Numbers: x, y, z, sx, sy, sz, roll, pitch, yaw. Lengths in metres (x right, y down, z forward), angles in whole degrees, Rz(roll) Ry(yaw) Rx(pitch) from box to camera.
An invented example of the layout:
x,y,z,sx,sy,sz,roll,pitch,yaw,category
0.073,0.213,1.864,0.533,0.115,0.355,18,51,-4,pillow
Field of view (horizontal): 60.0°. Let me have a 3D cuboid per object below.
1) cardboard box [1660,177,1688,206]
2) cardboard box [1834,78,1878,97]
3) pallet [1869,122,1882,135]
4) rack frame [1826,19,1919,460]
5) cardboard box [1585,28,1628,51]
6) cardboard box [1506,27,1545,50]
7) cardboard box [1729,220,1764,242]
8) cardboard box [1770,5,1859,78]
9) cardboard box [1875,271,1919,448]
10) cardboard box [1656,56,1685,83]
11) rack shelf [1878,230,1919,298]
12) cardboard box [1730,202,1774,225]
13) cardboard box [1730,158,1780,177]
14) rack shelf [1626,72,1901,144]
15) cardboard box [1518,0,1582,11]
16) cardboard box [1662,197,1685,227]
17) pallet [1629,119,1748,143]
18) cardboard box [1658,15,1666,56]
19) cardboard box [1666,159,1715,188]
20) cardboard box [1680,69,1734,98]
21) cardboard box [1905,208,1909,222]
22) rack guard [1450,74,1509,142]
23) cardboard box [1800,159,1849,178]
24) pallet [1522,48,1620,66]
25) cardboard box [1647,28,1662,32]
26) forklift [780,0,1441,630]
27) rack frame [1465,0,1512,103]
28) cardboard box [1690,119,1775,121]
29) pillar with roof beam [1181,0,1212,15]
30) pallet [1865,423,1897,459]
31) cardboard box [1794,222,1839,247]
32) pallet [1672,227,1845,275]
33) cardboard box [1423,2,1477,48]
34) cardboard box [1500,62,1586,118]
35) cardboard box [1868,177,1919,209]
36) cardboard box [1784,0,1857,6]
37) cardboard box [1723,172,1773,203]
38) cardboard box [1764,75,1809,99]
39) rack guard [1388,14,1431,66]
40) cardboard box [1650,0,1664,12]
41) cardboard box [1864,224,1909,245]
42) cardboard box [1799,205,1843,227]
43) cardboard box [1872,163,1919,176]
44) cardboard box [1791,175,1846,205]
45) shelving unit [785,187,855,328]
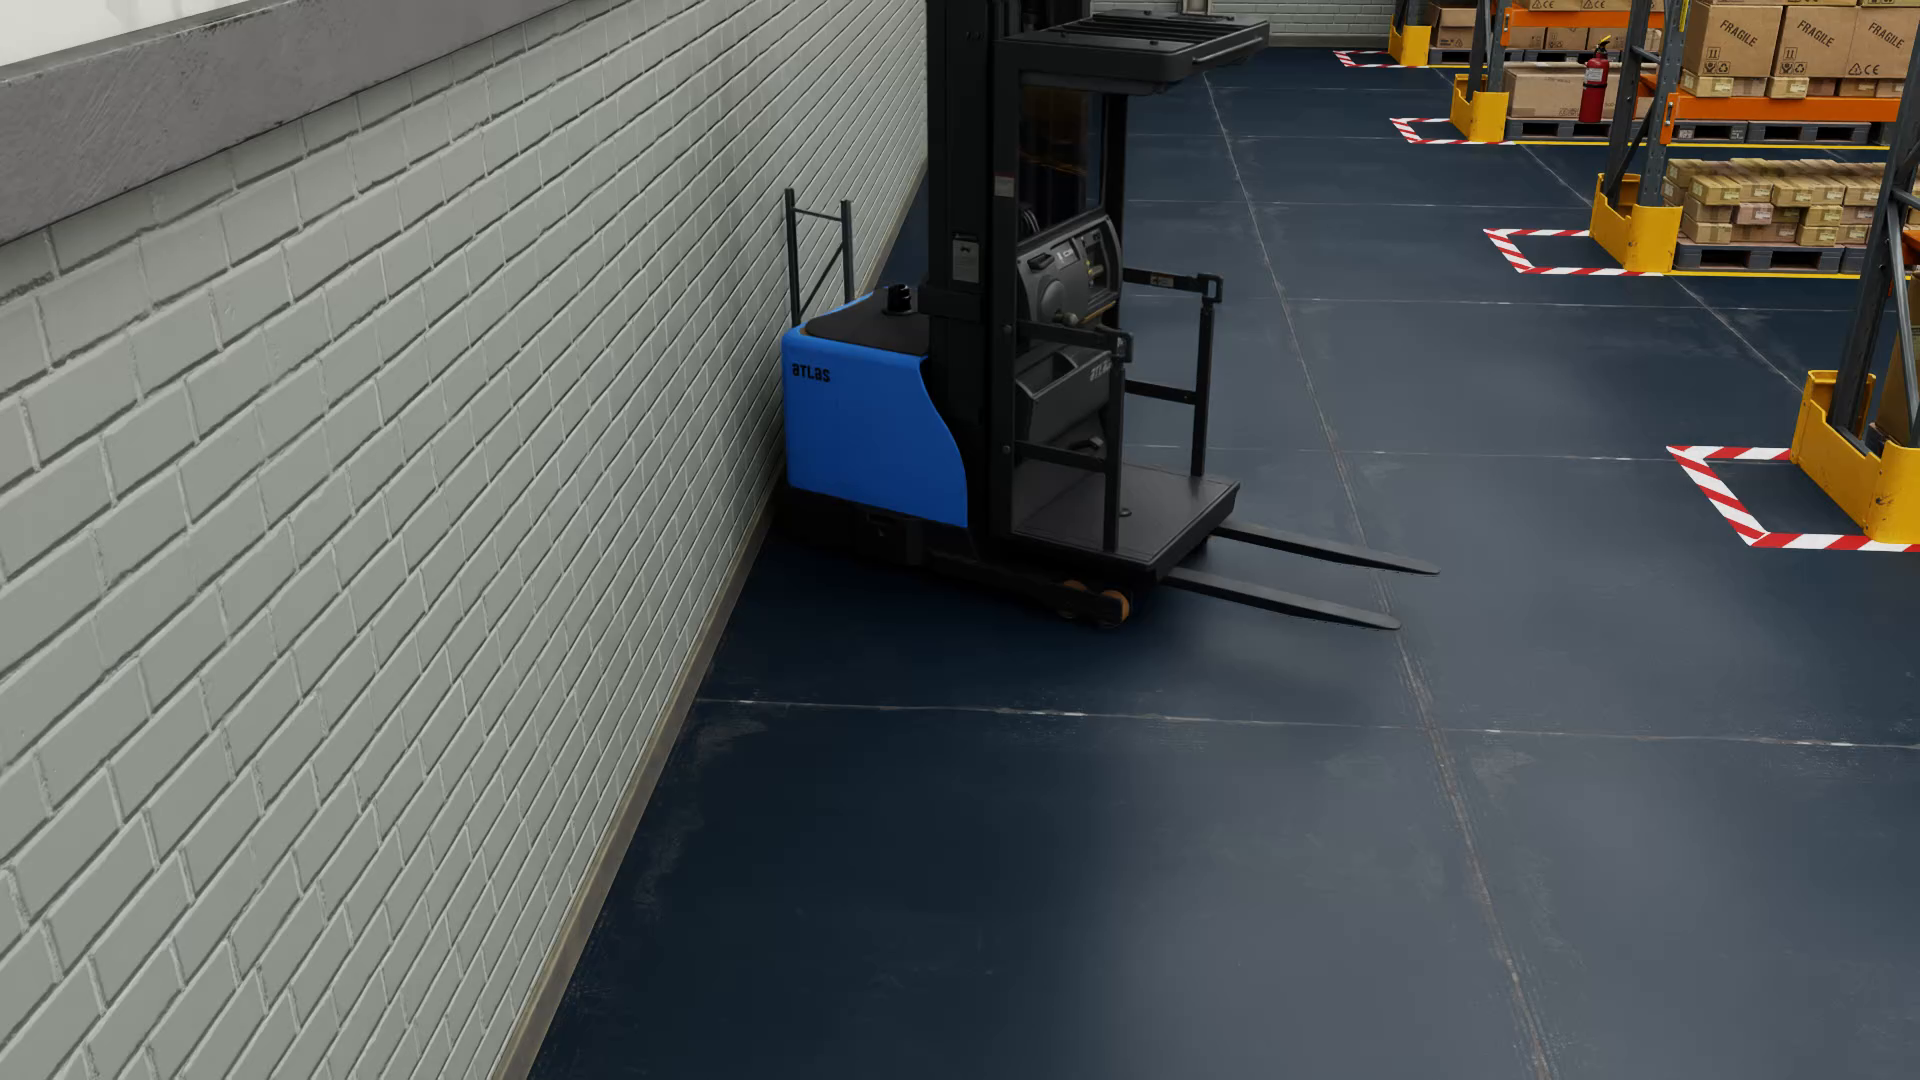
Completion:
x,y,z,sx,sy,sz,roll,pitch,yaw,category
5.783,-2.782,13.259,0.250,0.149,0.380,1,25,3,cardboard box
6.592,-3.396,12.342,0.250,0.149,0.380,2,25,3,cardboard box
10.277,-4.327,17.401,1.213,0.211,1.003,2,25,4,pallet
4.755,-1.585,8.106,0.127,3.000,1.000,2,25,4,rack frame
8.377,-6.703,21.717,0.500,0.500,0.700,1,25,2,cardboard box
7.341,-6.737,21.790,0.500,0.500,0.700,3,25,6,cardboard box
6.000,-2.420,12.829,0.250,0.149,0.380,2,25,4,cardboard box
6.197,-3.693,12.212,0.500,0.500,0.500,2,25,4,cardboard box
5.399,-0.823,8.490,0.875,0.875,0.875,2,25,4,cardboard box
5.582,-3.642,12.877,0.250,0.149,0.380,2,25,4,cardboard box
6.749,-1.194,8.117,4.000,0.370,1.077,2,25,4,rack shelf
6.007,-2.523,12.698,0.250,0.149,0.380,2,25,4,cardboard box
6.296,-2.916,13.195,0.250,0.149,0.380,1,25,3,cardboard box
7.229,-3.258,12.602,4.000,0.370,1.077,2,25,4,rack shelf
5.970,-5.625,16.767,0.500,0.500,0.500,2,25,4,cardboard box
5.776,-2.614,13.252,0.250,0.149,0.380,2,25,5,cardboard box
7.530,-4.415,17.593,1.213,0.211,1.003,2,25,4,pallet
5.703,-3.922,12.710,0.500,0.500,0.500,2,25,5,cardboard box
5.782,-2.903,13.168,0.250,0.149,0.380,2,25,5,cardboard box
5.533,-3.388,12.324,0.250,0.149,0.380,2,25,4,cardboard box
7.050,-2.539,12.731,0.250,0.149,0.380,3,25,7,cardboard box
5.489,-4.580,17.606,0.348,0.500,1.175,2,25,4,rack guard
6.822,-2.896,13.152,0.250,0.149,0.380,3,25,6,cardboard box
7.973,-6.449,22.014,1.213,0.211,1.003,2,25,4,pallet
9.237,-6.745,22.034,0.500,0.311,0.500,3,25,6,cardboard box
0.674,-1.194,7.339,3.031,2.935,1.130,14,28,27,forklift
5.513,-5.715,17.082,0.127,3.000,1.000,2,25,4,rack frame
7.991,-4.707,17.454,0.875,0.438,0.875,1,25,2,cardboard box
2.941,-9.177,17.429,0.400,9.000,9.100,2,25,4,pillar with roof beam
5.558,-0.325,8.704,1.213,0.211,1.003,2,25,4,pallet
6.495,-2.361,12.701,0.250,0.149,0.380,2,25,5,cardboard box
6.118,-2.339,13.080,1.213,0.211,1.003,2,25,4,pallet
6.492,-6.782,21.884,0.637,0.503,0.797,1,25,2,cardboard box
6.179,-4.762,17.574,0.875,0.438,0.875,1,25,2,cardboard box
7.045,-2.622,12.557,0.250,0.149,0.380,2,25,5,cardboard box
6.166,-4.145,11.998,0.500,0.500,0.500,3,25,6,cardboard box
6.016,-2.698,12.721,0.250,0.149,0.380,2,25,5,cardboard box
6.054,-3.366,12.277,0.250,0.149,0.380,1,25,2,cardboard box
5.965,-6.646,22.095,0.348,0.500,1.175,2,25,4,rack guard
6.982,-5.597,16.706,0.500,0.500,0.500,2,25,4,cardboard box
6.998,-2.348,12.673,0.250,0.149,0.380,1,25,1,cardboard box
6.505,-2.499,12.645,0.250,0.149,0.380,3,25,6,cardboard box
7.340,-2.845,13.040,0.250,0.149,0.380,2,25,4,cardboard box
6.511,-2.663,12.645,0.250,0.149,0.380,1,25,1,cardboard box
-0.342,-1.197,9.022,1.048,1.500,0.538,-21,30,-39,shelving unit
